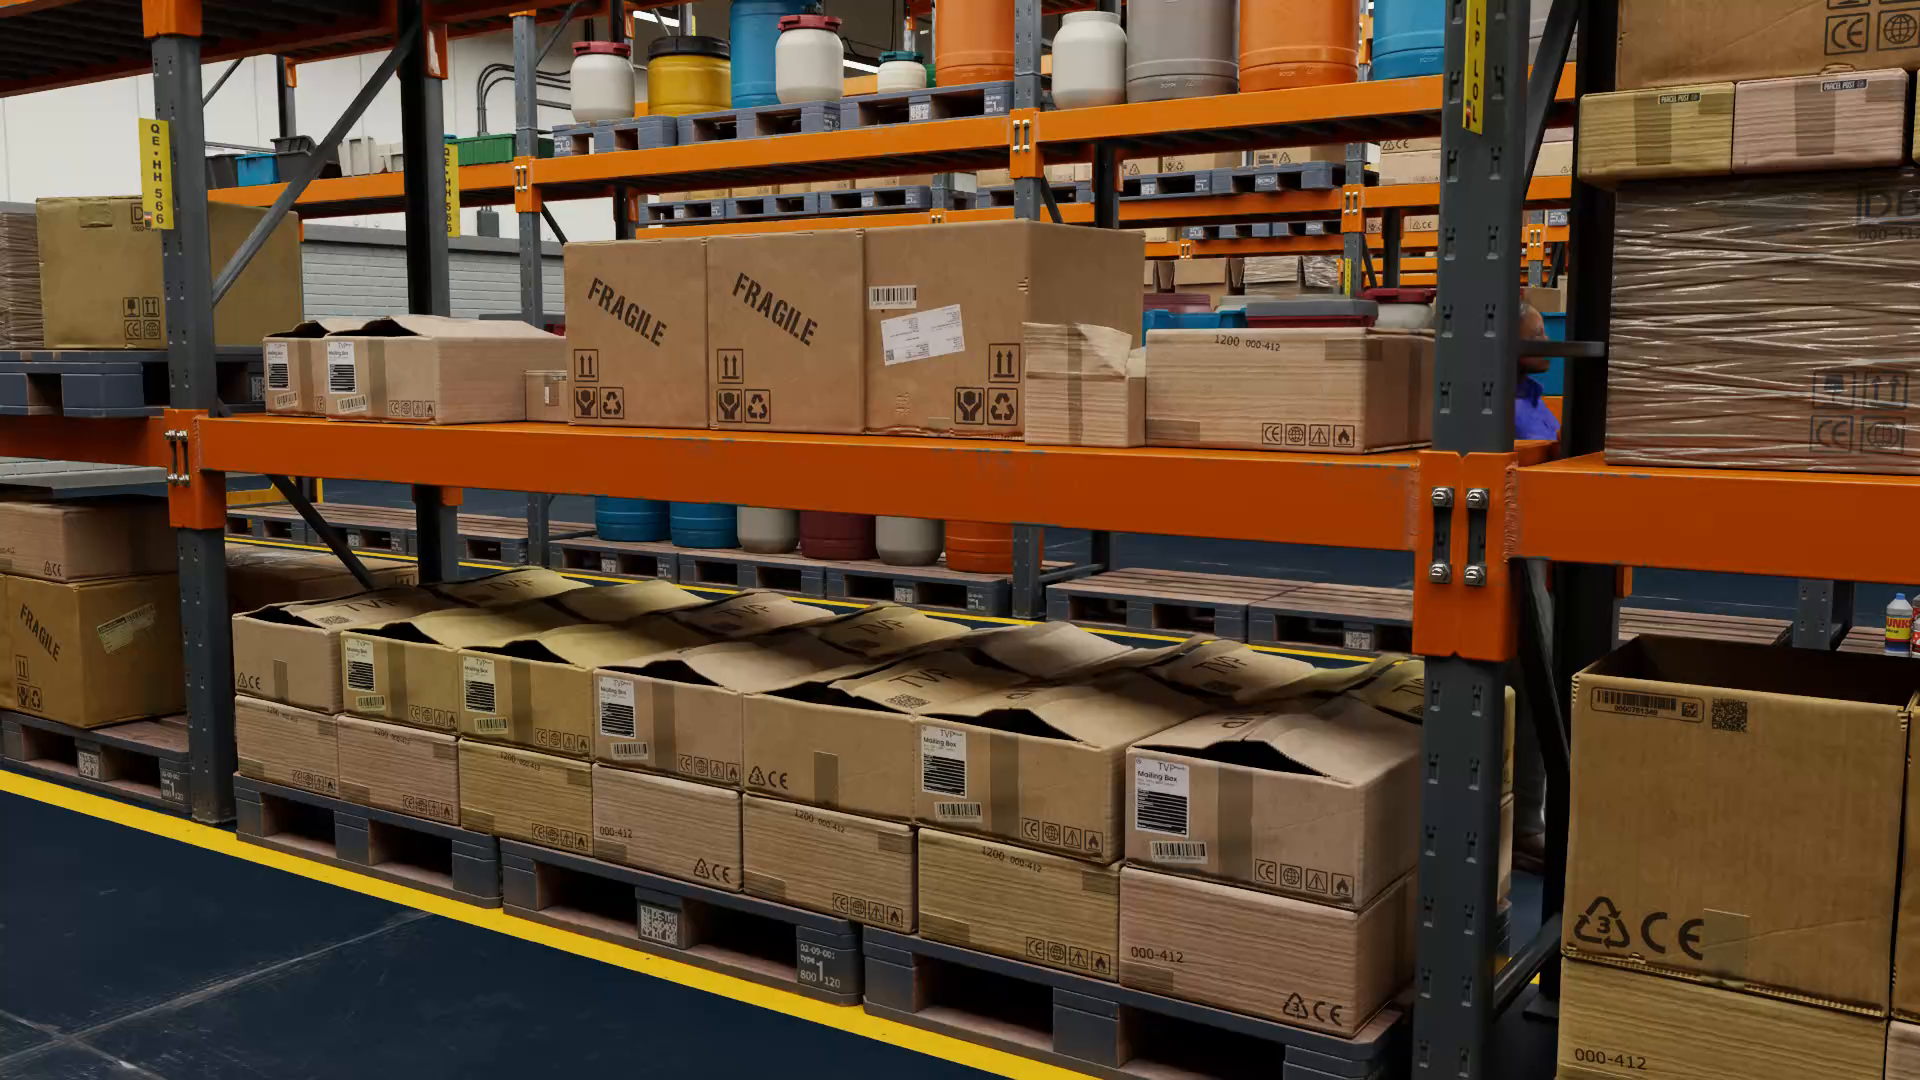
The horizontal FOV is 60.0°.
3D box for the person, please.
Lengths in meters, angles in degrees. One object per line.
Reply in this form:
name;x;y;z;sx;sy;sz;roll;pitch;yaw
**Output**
person;1.587;0.109;4.912;0.651;1.635;0.450;4;8;35
